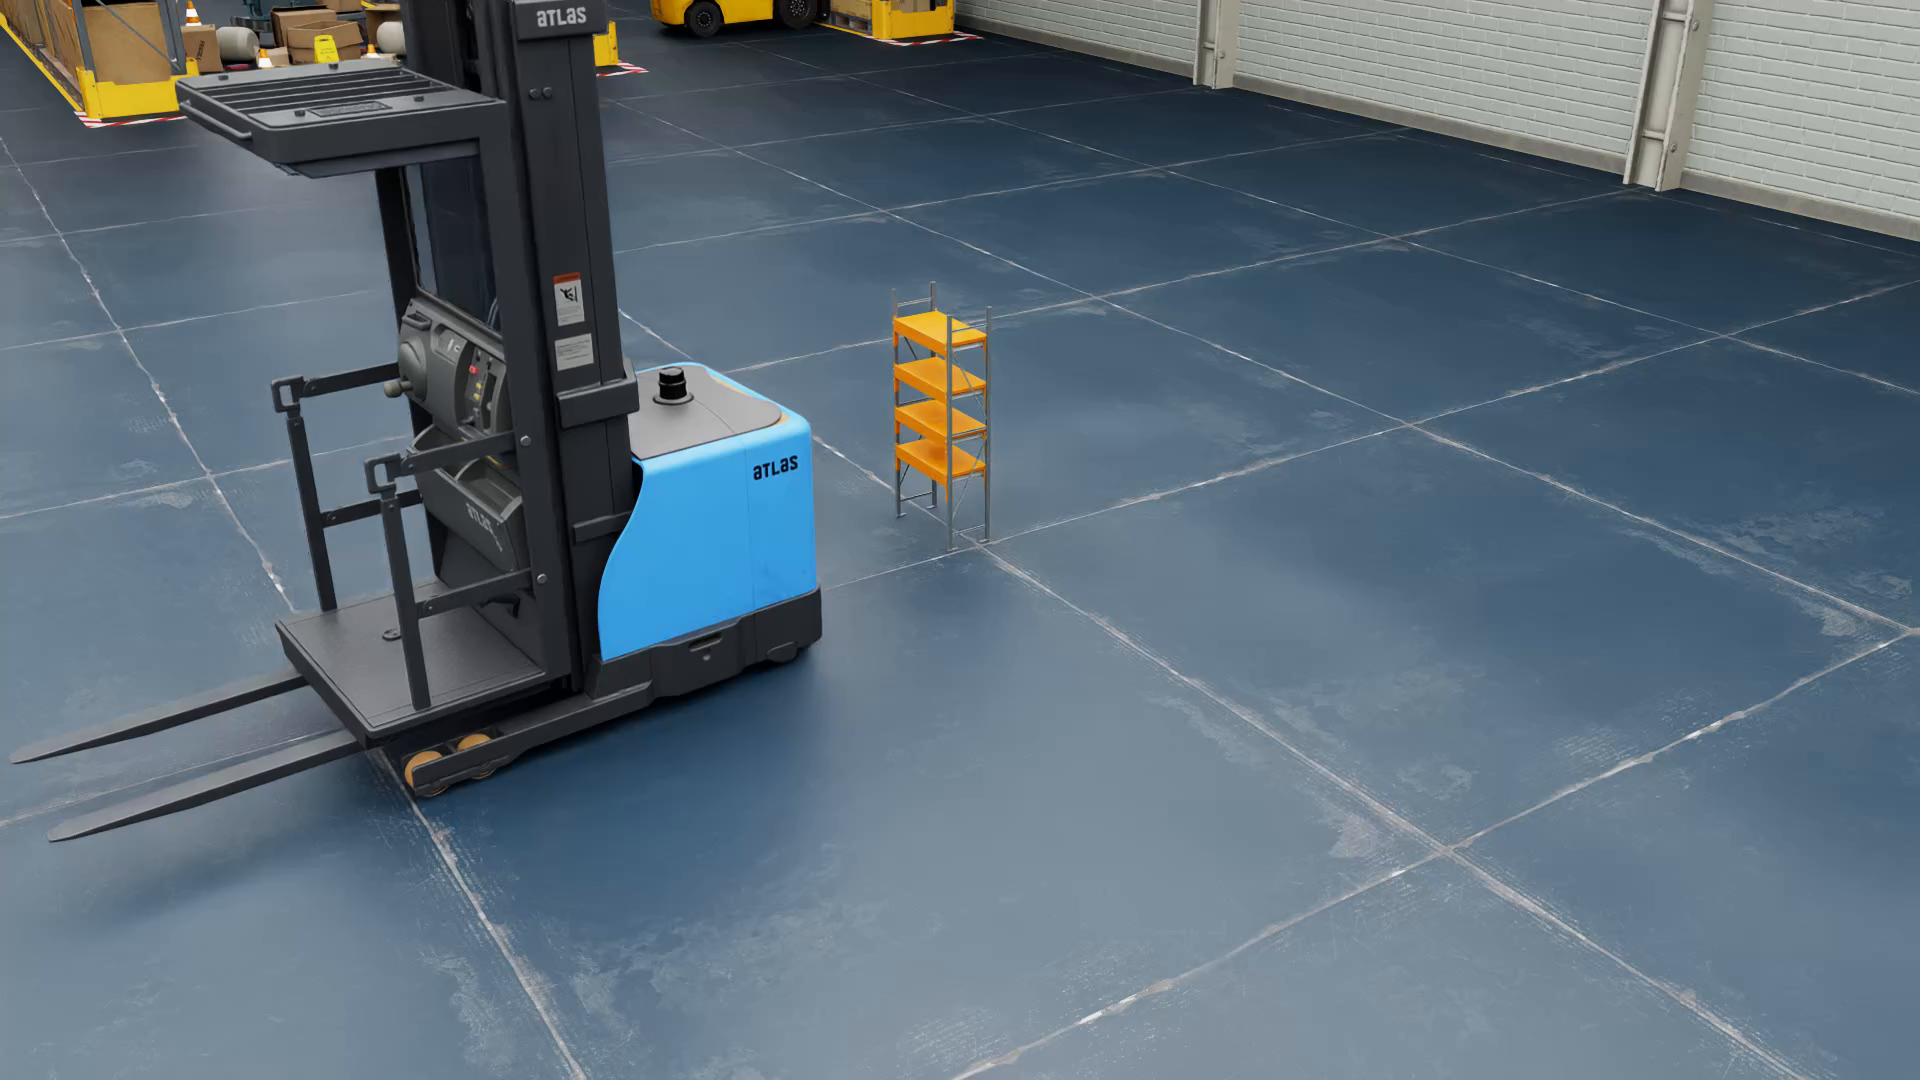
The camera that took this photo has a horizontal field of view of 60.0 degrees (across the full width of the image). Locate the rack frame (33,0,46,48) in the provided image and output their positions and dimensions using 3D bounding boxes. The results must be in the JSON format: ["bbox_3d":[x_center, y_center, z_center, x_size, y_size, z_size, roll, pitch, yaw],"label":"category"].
[{"bbox_3d":[-11.094,-7.487,20.597,1.000,3.000,0.127,-16,29,-30],"label":"rack frame"}]

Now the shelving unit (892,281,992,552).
[{"bbox_3d":[-0.090,-0.602,8.119,0.258,1.200,0.503,-16,29,-30],"label":"shelving unit"}]

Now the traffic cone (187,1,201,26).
[{"bbox_3d":[-10.561,-7.172,22.900,0.336,0.463,0.334,-16,29,-30],"label":"traffic cone"}]

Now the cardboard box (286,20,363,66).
[{"bbox_3d":[-7.899,-6.156,20.701,0.637,0.503,0.797,7,26,15],"label":"cardboard box"}]

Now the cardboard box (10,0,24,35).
[{"bbox_3d":[-12.032,-7.207,22.146,1.050,0.750,0.750,-16,29,-30],"label":"cardboard box"}]

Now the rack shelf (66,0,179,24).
[{"bbox_3d":[-10.003,-6.447,19.235,1.077,0.370,4.000,-16,29,-30],"label":"rack shelf"}]

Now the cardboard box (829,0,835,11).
[{"bbox_3d":[-1.712,-7.807,24.002,0.500,0.250,0.500,-15,29,-29],"label":"cardboard box"}]

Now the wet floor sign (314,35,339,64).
[{"bbox_3d":[-7.236,-5.443,19.025,0.267,0.644,0.232,-22,33,-38],"label":"wet floor sign"}]

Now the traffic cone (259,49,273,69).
[{"bbox_3d":[-8.011,-5.430,19.211,0.336,0.463,0.334,-16,29,-30],"label":"traffic cone"}]

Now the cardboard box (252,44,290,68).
[{"bbox_3d":[-8.613,-6.066,20.788,0.396,0.266,0.258,-10,27,-21],"label":"cardboard box"}]

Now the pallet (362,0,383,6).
[{"bbox_3d":[-8.760,-8.567,26.150,1.003,0.211,1.213,-16,29,-30],"label":"pallet"}]

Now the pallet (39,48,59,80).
[{"bbox_3d":[-10.745,-5.936,20.578,1.003,0.211,1.213,-16,29,-30],"label":"pallet"}]

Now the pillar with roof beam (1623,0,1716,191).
[{"bbox_3d":[2.657,-6.281,11.014,9.100,9.000,0.400,-16,29,-30],"label":"pillar with roof beam"}]

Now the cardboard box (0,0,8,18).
[{"bbox_3d":[-13.021,-7.852,23.513,1.050,0.750,0.750,-16,30,-30],"label":"cardboard box"}]

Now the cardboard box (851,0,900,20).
[{"bbox_3d":[-1.183,-7.446,23.237,0.500,0.250,0.500,-15,29,-29],"label":"cardboard box"}]

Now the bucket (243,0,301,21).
[{"bbox_3d":[-9.088,-7.183,22.006,0.726,0.611,0.620,-6,16,-12],"label":"bucket"}]

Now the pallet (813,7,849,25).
[{"bbox_3d":[-1.776,-7.843,24.617,1.003,0.211,1.213,-16,29,-30],"label":"pallet"}]

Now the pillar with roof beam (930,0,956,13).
[{"bbox_3d":[-3.894,-10.573,20.106,9.100,9.000,0.400,-16,29,-30],"label":"pillar with roof beam"}]

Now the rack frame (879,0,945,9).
[{"bbox_3d":[-0.662,-8.405,22.540,1.000,3.000,0.127,-16,29,-30],"label":"rack frame"}]

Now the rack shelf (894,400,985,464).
[{"bbox_3d":[-0.090,-0.541,8.148,0.258,0.148,0.480,-16,29,-30],"label":"rack shelf"}]

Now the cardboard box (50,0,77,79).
[{"bbox_3d":[-9.818,-5.827,19.077,0.875,0.875,0.875,-16,30,-30],"label":"cardboard box"}]

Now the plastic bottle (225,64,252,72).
[{"bbox_3d":[-8.919,-5.846,20.563,0.133,0.061,0.283,18,31,33],"label":"plastic bottle"}]

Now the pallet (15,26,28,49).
[{"bbox_3d":[-12.249,-6.922,22.665,1.003,0.211,1.213,-16,29,-30],"label":"pallet"}]

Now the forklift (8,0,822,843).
[{"bbox_3d":[-2.070,-0.621,6.132,3.031,2.935,1.130,-18,31,-34],"label":"forklift"}]

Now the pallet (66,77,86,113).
[{"bbox_3d":[-9.413,-5.064,18.729,1.003,0.211,1.213,-16,29,-30],"label":"pallet"}]

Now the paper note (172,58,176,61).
[{"bbox_3d":[-9.969,-6.116,21.168,0.142,0.020,0.147,7,26,15],"label":"paper note"}]

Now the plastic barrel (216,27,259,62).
[{"bbox_3d":[-9.190,-6.274,21.045,0.512,0.421,0.421,3,25,6],"label":"plastic barrel"}]

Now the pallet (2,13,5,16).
[{"bbox_3d":[-13.703,-7.937,24.816,1.003,0.211,1.213,-16,29,-30],"label":"pallet"}]

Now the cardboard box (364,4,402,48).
[{"bbox_3d":[-7.557,-6.848,22.167,0.500,0.500,0.500,3,25,6],"label":"cardboard box"}]

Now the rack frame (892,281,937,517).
[{"bbox_3d":[-0.224,-0.689,8.304,0.240,1.200,0.015,-16,29,-30],"label":"rack frame"}]

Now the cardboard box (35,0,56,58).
[{"bbox_3d":[-10.810,-6.475,20.450,0.875,0.875,0.875,-15,29,-29],"label":"cardboard box"}]

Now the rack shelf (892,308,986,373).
[{"bbox_3d":[-0.090,-0.957,7.952,0.258,0.148,0.480,-16,29,-30],"label":"rack shelf"}]

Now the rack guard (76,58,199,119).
[{"bbox_3d":[-8.898,-4.918,18.082,1.175,0.500,0.348,-16,29,-30],"label":"rack guard"}]
